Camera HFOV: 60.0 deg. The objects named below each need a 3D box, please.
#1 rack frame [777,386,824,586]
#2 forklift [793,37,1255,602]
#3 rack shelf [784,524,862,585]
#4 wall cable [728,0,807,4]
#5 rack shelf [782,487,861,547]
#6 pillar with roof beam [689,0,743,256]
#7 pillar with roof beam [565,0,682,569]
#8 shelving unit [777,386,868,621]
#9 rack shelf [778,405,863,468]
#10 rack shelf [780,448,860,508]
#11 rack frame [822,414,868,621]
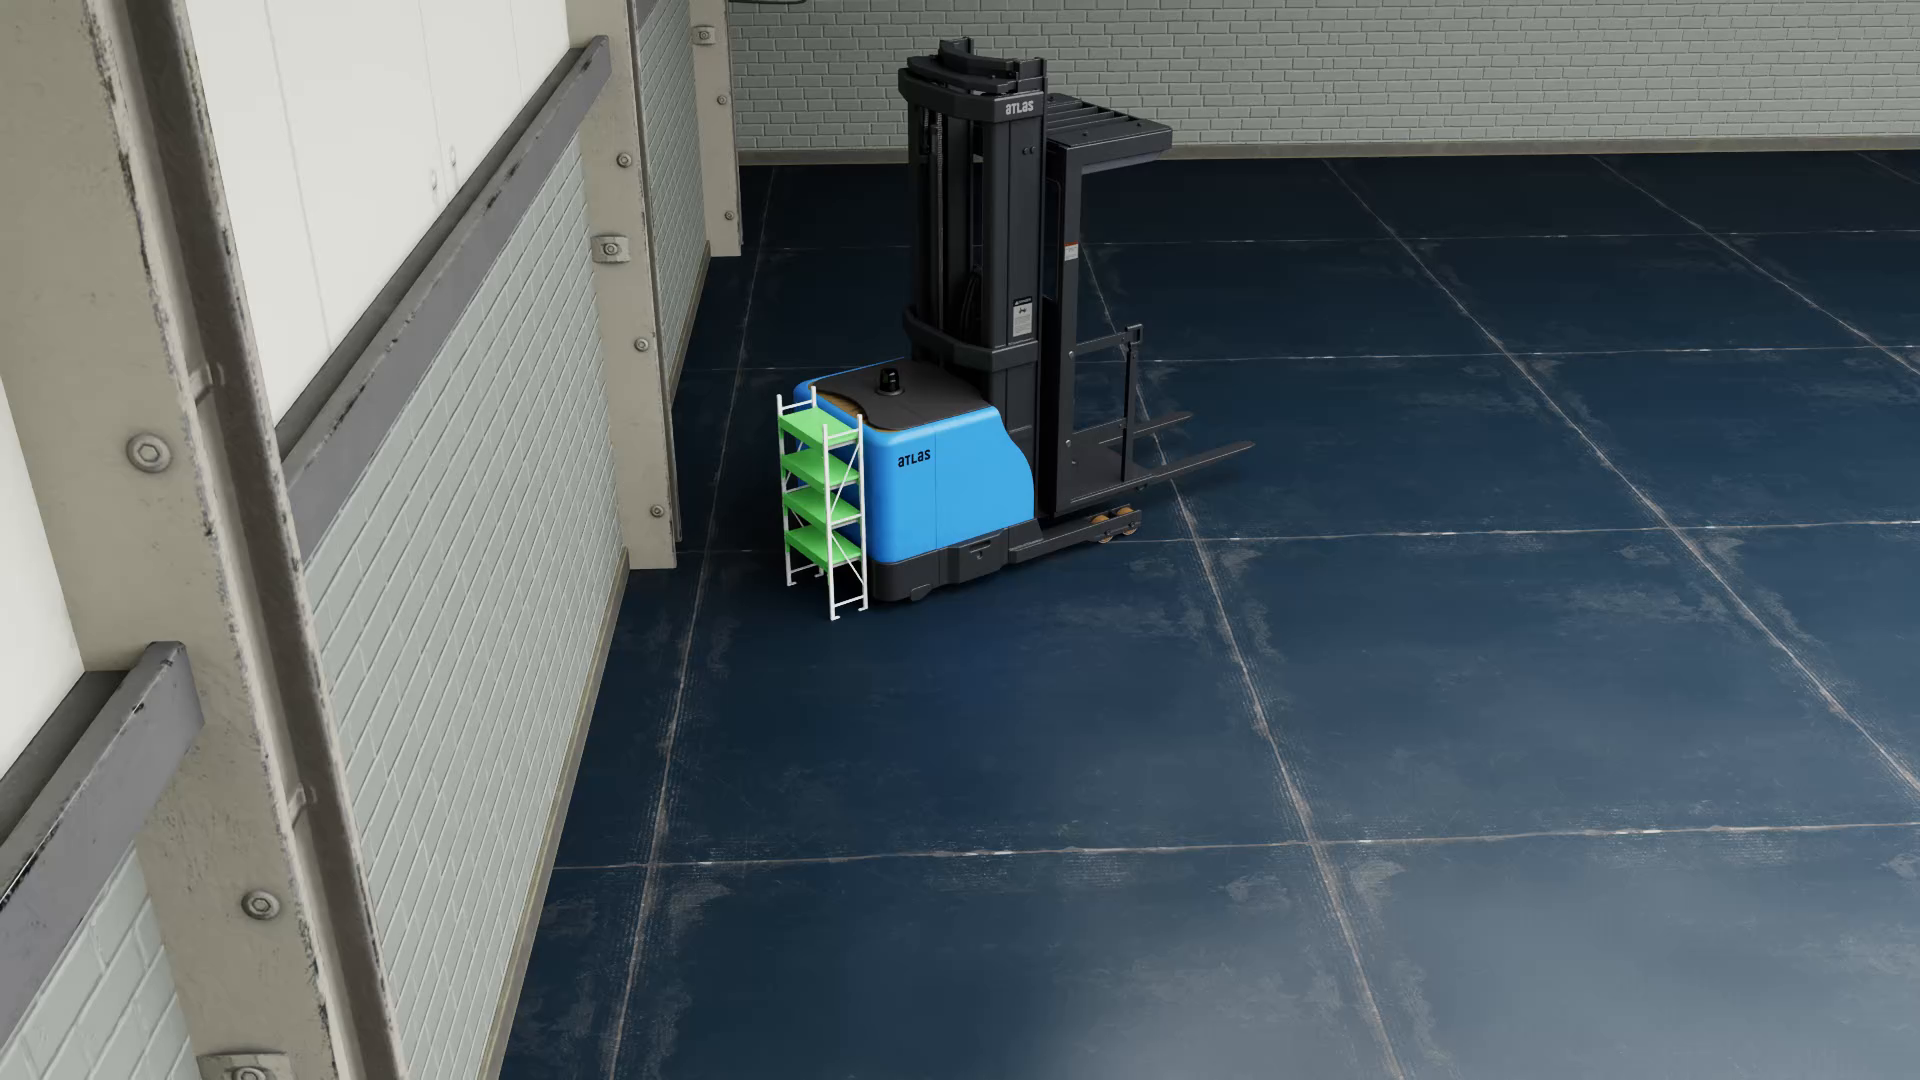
[{"bbox_3d":[-0.911,-0.297,9.522,0.240,1.200,0.015,-18,33,-31],"label":"rack frame"},{"bbox_3d":[0.517,-1.464,9.888,3.031,2.935,1.130,-18,32,-30],"label":"forklift"},{"bbox_3d":[-0.771,0.065,9.485,0.258,0.148,0.480,-18,33,-31],"label":"rack shelf"},{"bbox_3d":[-1.008,-6.697,16.718,3.097,2.526,0.112,-1,28,-3],"label":"wall cable"},{"bbox_3d":[-0.771,-0.148,9.374,0.258,0.148,0.480,-18,33,-31],"label":"rack shelf"},{"bbox_3d":[2.124,-6.786,13.530,9.100,9.000,0.400,-1,28,-3],"label":"pillar with roof beam"},{"bbox_3d":[2.437,-4.015,8.217,9.100,9.000,0.400,-1,28,-3],"label":"pillar with roof beam"},{"bbox_3d":[-0.771,-0.204,9.345,0.258,1.200,0.503,-18,33,-31],"label":"shelving unit"},{"bbox_3d":[-0.771,-0.573,9.152,0.258,0.148,0.480,-18,33,-31],"label":"rack shelf"},{"bbox_3d":[-0.771,-0.361,9.263,0.258,0.148,0.480,-18,33,-31],"label":"rack shelf"},{"bbox_3d":[-0.631,-0.112,9.167,0.240,1.200,0.015,-18,33,-31],"label":"rack frame"}]
